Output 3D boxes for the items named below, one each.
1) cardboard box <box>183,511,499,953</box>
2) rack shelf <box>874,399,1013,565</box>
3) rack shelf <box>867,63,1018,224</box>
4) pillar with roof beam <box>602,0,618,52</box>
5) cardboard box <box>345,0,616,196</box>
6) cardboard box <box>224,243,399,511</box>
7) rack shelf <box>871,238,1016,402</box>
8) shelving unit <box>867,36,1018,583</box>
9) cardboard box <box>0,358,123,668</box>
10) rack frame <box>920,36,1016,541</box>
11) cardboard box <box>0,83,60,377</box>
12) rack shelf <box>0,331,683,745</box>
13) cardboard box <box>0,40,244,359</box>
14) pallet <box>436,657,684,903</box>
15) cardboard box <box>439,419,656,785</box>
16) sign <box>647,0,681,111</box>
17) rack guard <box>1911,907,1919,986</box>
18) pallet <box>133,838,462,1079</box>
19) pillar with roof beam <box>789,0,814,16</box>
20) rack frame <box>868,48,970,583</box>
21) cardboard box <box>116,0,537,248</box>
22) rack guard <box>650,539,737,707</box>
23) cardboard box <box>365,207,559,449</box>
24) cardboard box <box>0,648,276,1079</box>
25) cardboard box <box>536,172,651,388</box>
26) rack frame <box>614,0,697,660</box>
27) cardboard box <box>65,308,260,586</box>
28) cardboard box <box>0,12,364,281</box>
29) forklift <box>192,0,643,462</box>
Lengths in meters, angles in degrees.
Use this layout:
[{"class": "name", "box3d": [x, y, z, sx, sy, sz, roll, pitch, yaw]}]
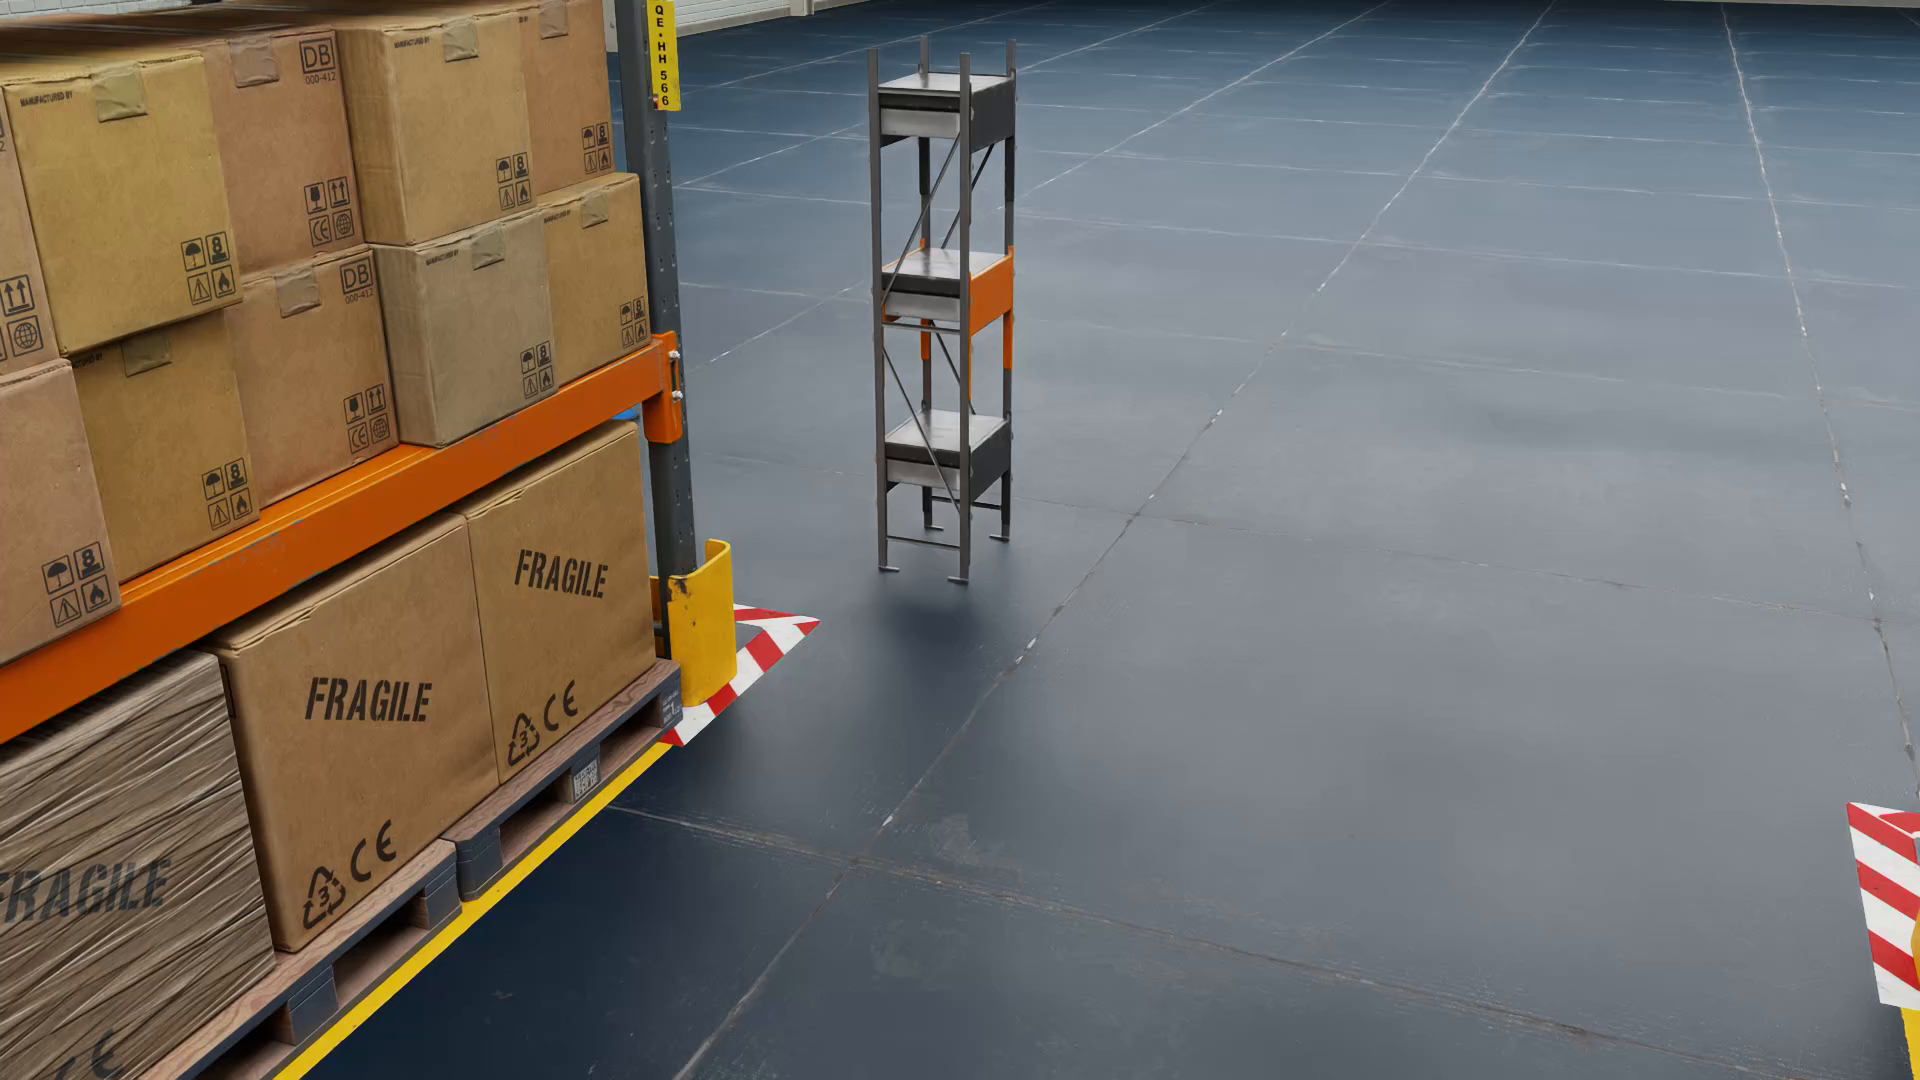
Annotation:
[{"class": "cardboard box", "box3d": [-1.926, 0.429, 4.542, 0.875, 0.875, 0.875, 8, 24, 19]}, {"class": "rack shelf", "box3d": [-0.061, -0.251, 6.979, 0.431, 0.518, 0.480, 9, 24, 20]}, {"class": "rack shelf", "box3d": [-0.062, -1.543, 6.439, 0.431, 0.518, 0.480, 9, 24, 20]}, {"class": "pillar with roof beam", "box3d": [-1.067, -10.780, 21.382, 9.100, 9.000, 0.400, 9, 24, 20]}, {"class": "cardboard box", "box3d": [-1.585, -1.365, 5.030, 0.875, 0.550, 0.550, 9, 24, 20]}, {"class": "cardboard box", "box3d": [-2.015, -0.472, 4.294, 0.875, 0.550, 0.550, 9, 24, 20]}, {"class": "rack shelf", "box3d": [-0.062, -0.897, 6.709, 0.431, 0.518, 0.480, 9, 24, 20]}, {"class": "shelving unit", "box3d": [-0.062, -0.910, 6.703, 0.431, 2.100, 0.503, 9, 24, 20]}, {"class": "cardboard box", "box3d": [-2.278, -0.073, 3.338, 0.875, 0.550, 0.550, 9, 24, 20]}, {"class": "rack frame", "box3d": [0.029, -0.997, 6.913, 0.400, 2.100, 0.015, 9, 24, 20]}, {"class": "cardboard box", "box3d": [-2.303, -0.575, 3.139, 0.875, 0.550, 0.550, 9, 24, 20]}, {"class": "rack shelf", "box3d": [-2.154, 0.123, 3.997, 1.077, 0.370, 4.000, 9, 24, 20]}, {"class": "cardboard box", "box3d": [-2.114, -0.766, 3.596, 0.875, 0.550, 0.500, 9, 24, 20]}, {"class": "pallet", "box3d": [-1.635, 0.659, 5.398, 1.003, 0.211, 1.213, 9, 24, 20]}, {"class": "cardboard box", "box3d": [-1.601, 0.114, 5.297, 0.875, 0.875, 0.875, 9, 24, 20]}, {"class": "sign", "box3d": [-0.912, -1.486, 5.105, 0.100, 0.325, 0.005, 9, 24, 20]}, {"class": "rack guard", "box3d": [3.129, 1.002, 4.202, 1.175, 0.500, 0.348, 9, 24, 20]}, {"class": "pallet", "box3d": [-2.090, 1.094, 4.356, 1.003, 0.211, 1.213, 9, 24, 20]}, {"class": "pillar with roof beam", "box3d": [1.162, -12.927, 26.522, 9.100, 9.000, 0.400, 9, 24, 20]}, {"class": "rack frame", "box3d": [-0.152, -0.822, 6.494, 0.400, 2.100, 0.015, 9, 24, 20]}, {"class": "cardboard box", "box3d": [-1.703, -1.155, 4.528, 0.875, 0.550, 0.550, 9, 24, 20]}, {"class": "rack guard", "box3d": [-1.402, 0.220, 6.074, 1.175, 0.500, 0.348, 9, 24, 20]}, {"class": "cardboard box", "box3d": [-1.691, -0.655, 4.731, 0.875, 0.550, 0.550, 9, 24, 20]}, {"class": "cardboard box", "box3d": [-2.267, 0.755, 3.762, 0.875, 0.875, 0.875, 9, 24, 20]}, {"class": "cardboard box", "box3d": [-1.507, -0.855, 5.210, 0.875, 0.550, 0.550, 9, 24, 20]}, {"class": "rack frame", "box3d": [-1.411, -0.925, 5.572, 1.000, 3.000, 0.127, 9, 24, 20]}, {"class": "cardboard box", "box3d": [-2.174, -0.277, 3.826, 0.875, 0.550, 0.500, 9, 24, 20]}, {"class": "cardboard box", "box3d": [-2.037, -0.974, 4.094, 0.875, 0.550, 0.550, 9, 24, 20]}, {"class": "forklift", "box3d": [-3.090, -1.614, 7.311, 3.031, 2.935, 1.130, 4, 23, 11]}]
